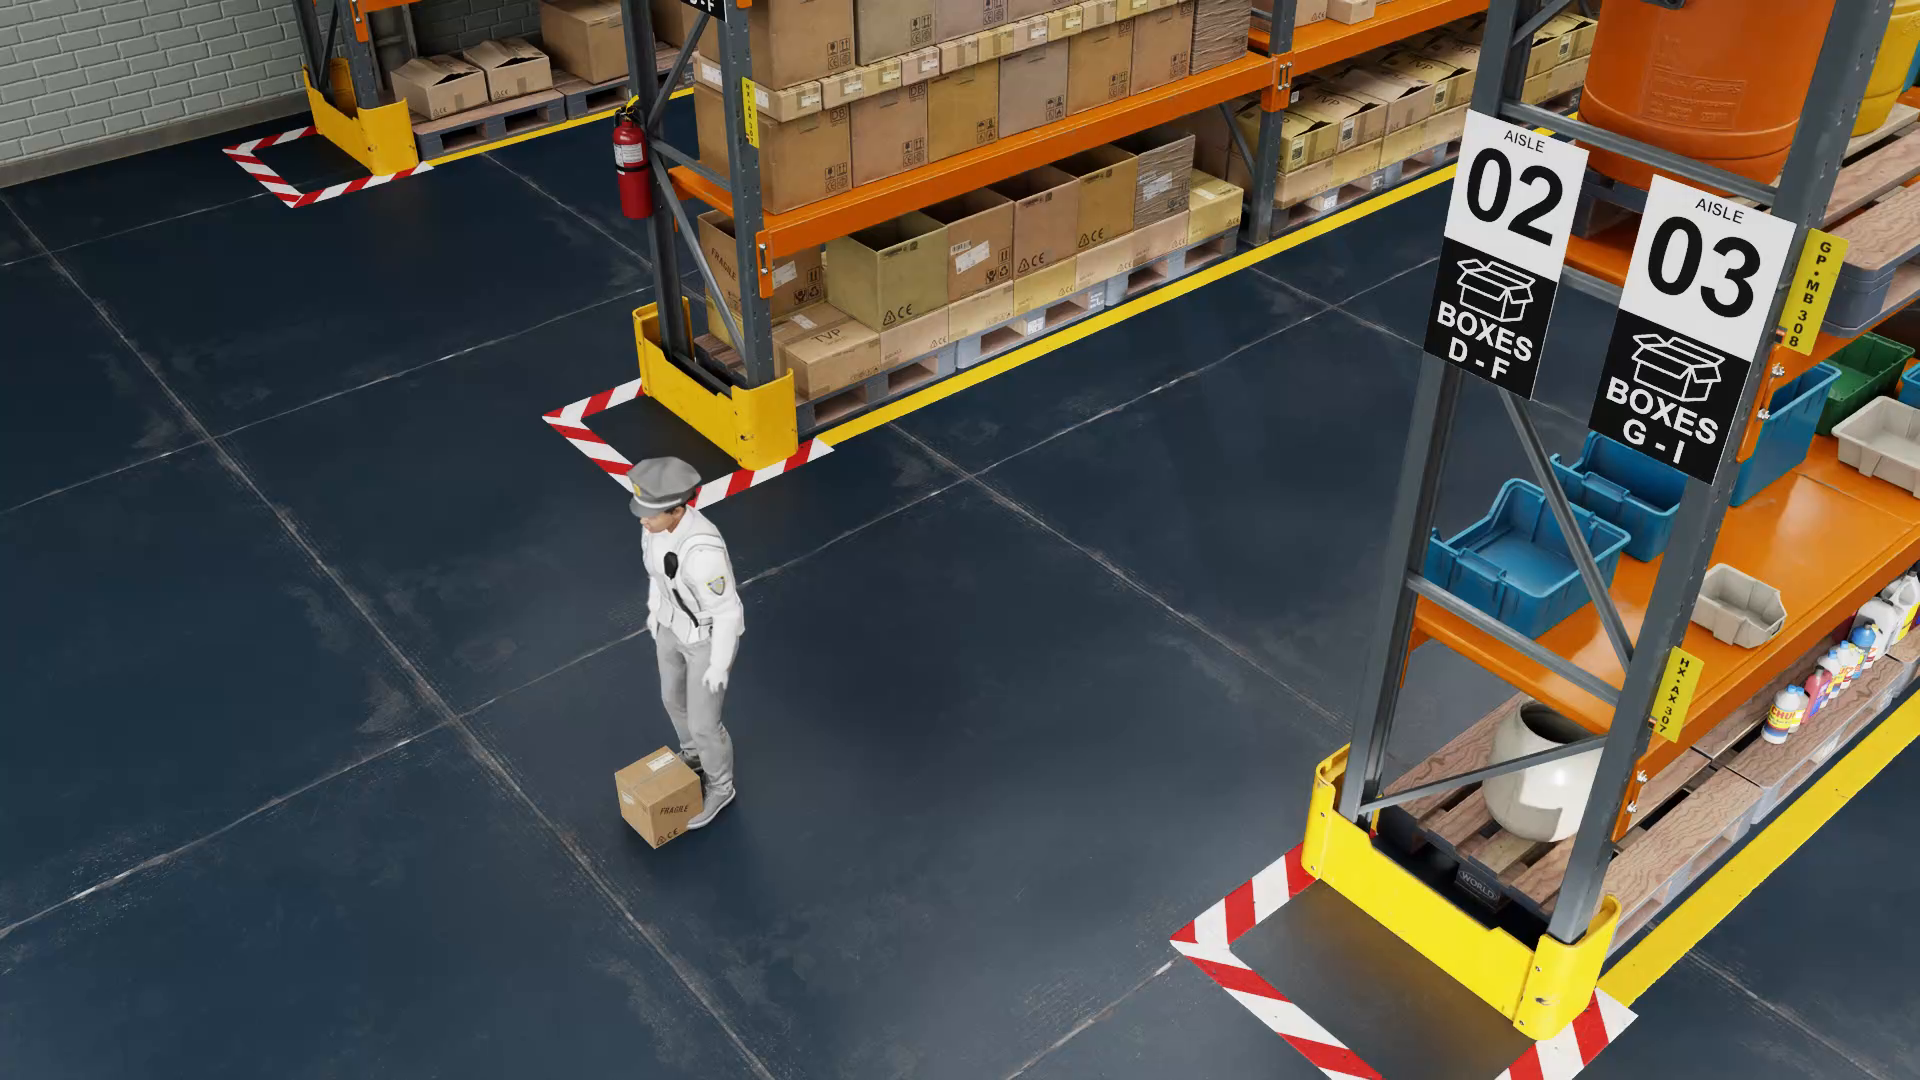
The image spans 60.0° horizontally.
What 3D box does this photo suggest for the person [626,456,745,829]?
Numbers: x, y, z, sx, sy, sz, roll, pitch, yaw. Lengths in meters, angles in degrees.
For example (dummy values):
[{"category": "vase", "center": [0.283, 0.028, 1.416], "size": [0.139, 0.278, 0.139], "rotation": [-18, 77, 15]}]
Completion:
[{"category": "person", "center": [-1.068, 0.392, 6.536], "size": [0.410, 1.663, 0.525], "rotation": [-27, 44, -32]}]
